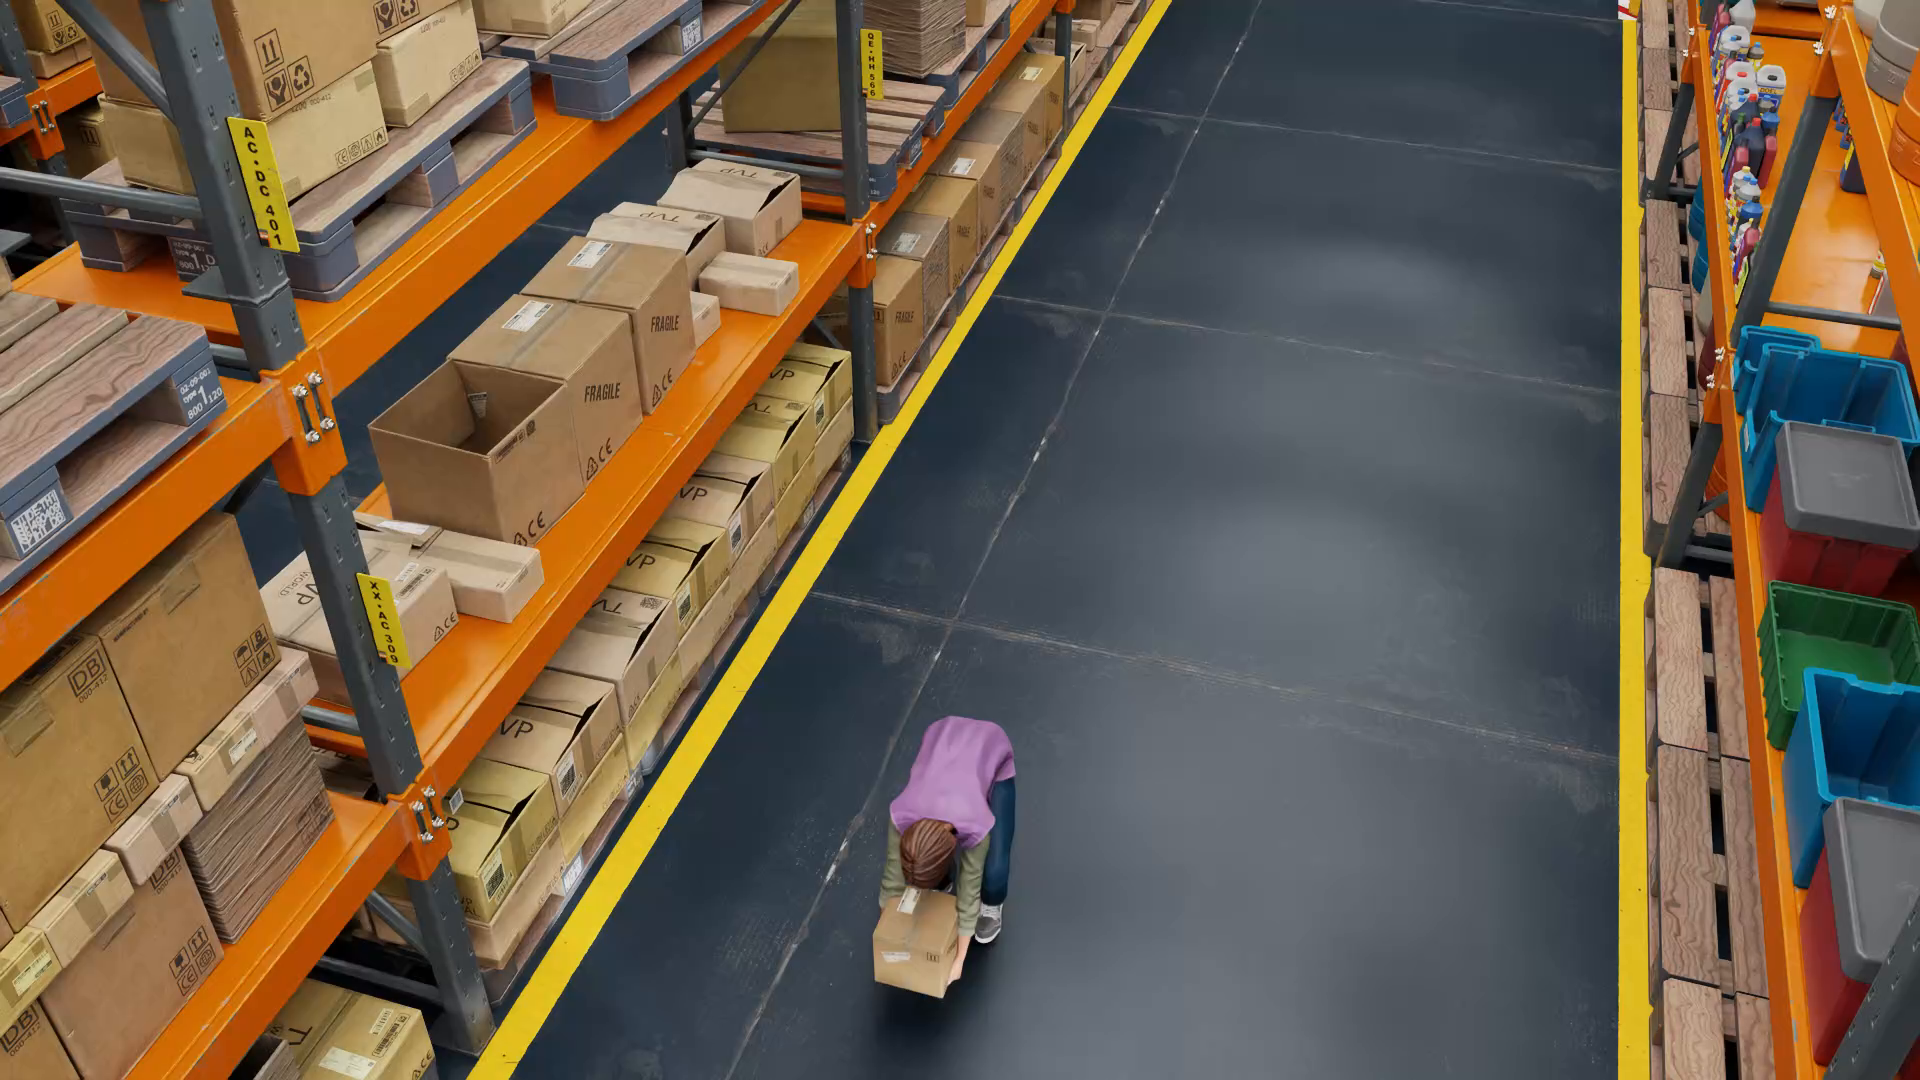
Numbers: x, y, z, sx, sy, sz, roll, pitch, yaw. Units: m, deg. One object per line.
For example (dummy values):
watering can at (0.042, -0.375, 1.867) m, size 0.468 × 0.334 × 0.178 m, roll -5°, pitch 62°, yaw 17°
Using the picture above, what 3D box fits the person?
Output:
person at (-0.036, 1.136, 5.953) m, size 0.425 × 0.947 × 0.863 m, roll 9°, pitch 38°, yaw 12°
